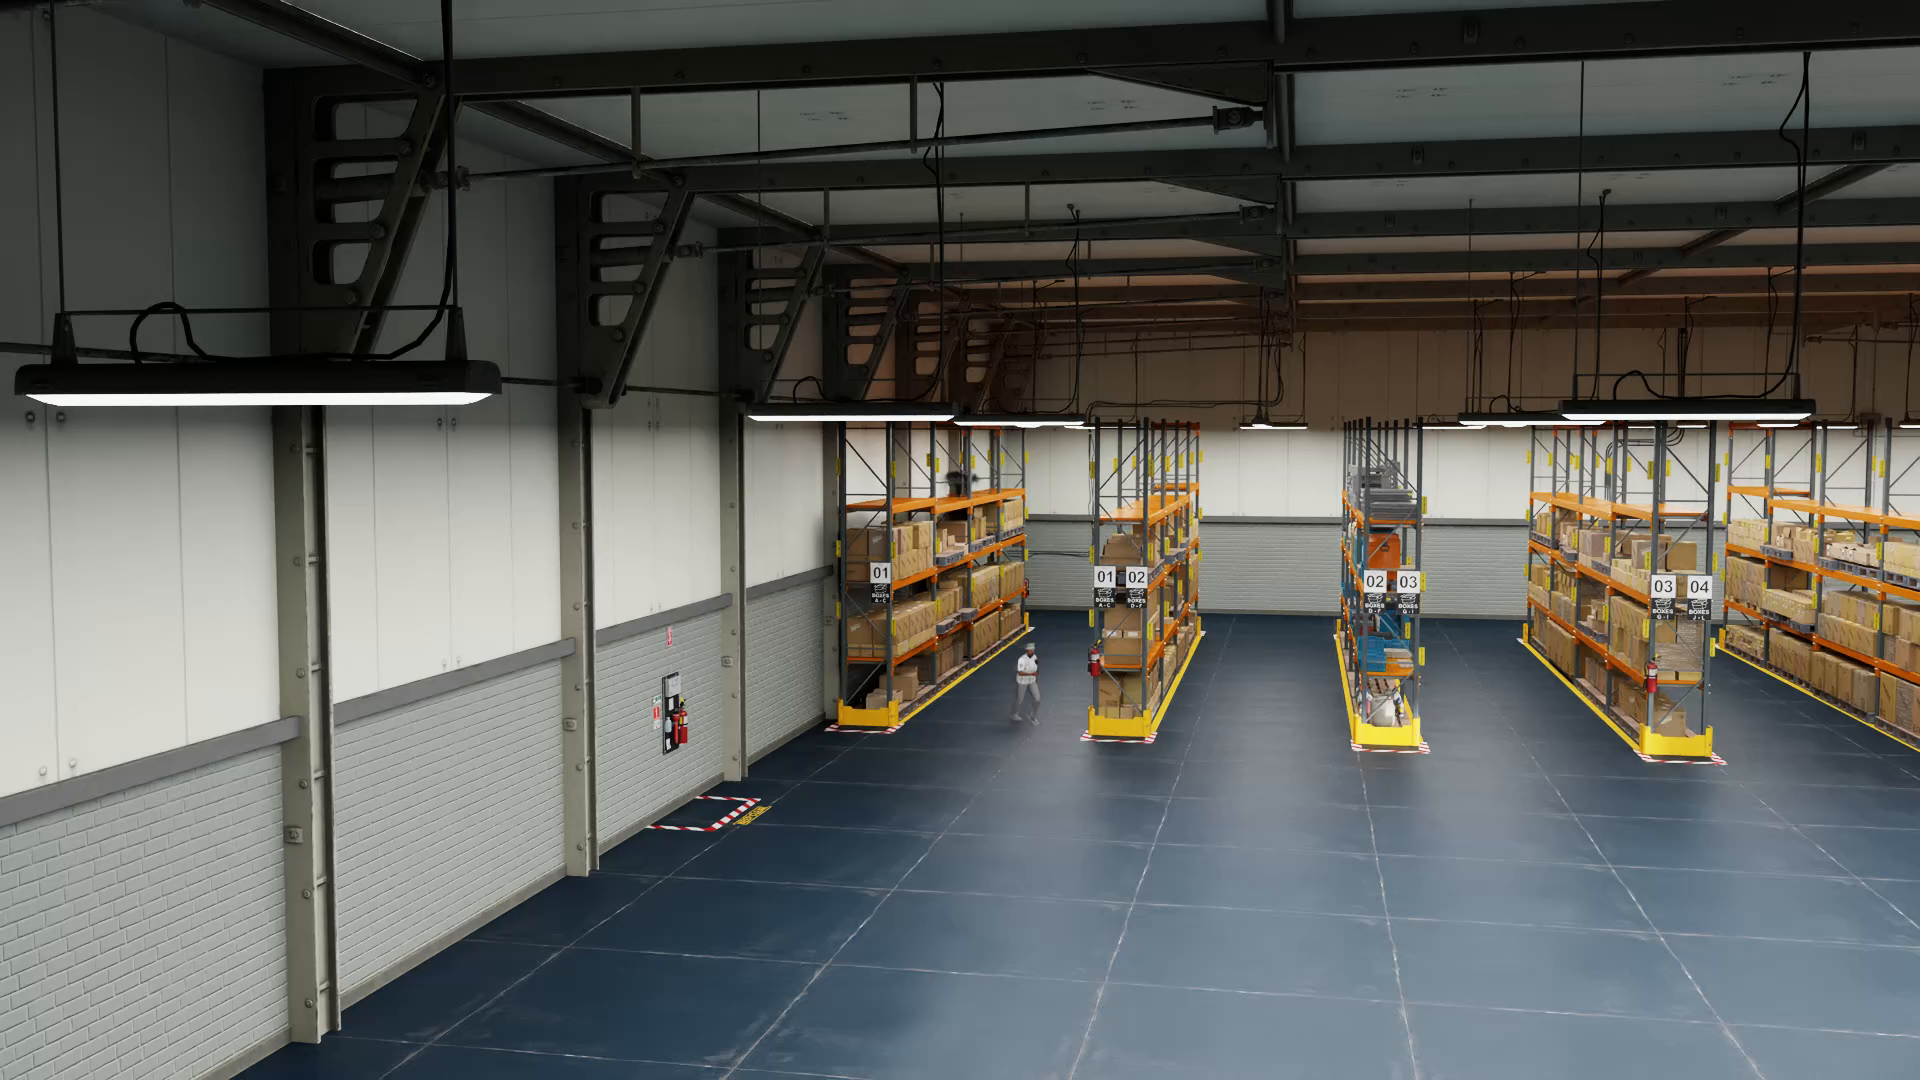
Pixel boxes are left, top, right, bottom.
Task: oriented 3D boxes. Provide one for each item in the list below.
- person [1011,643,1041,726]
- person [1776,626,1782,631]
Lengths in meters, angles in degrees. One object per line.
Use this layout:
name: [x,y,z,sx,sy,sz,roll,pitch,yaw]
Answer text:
person: [1.312,2.809,32.477,0.580,1.661,0.960,-2,4,-28]
person: [22.696,1.947,45.648,0.790,1.619,0.610,0,4,-6]
